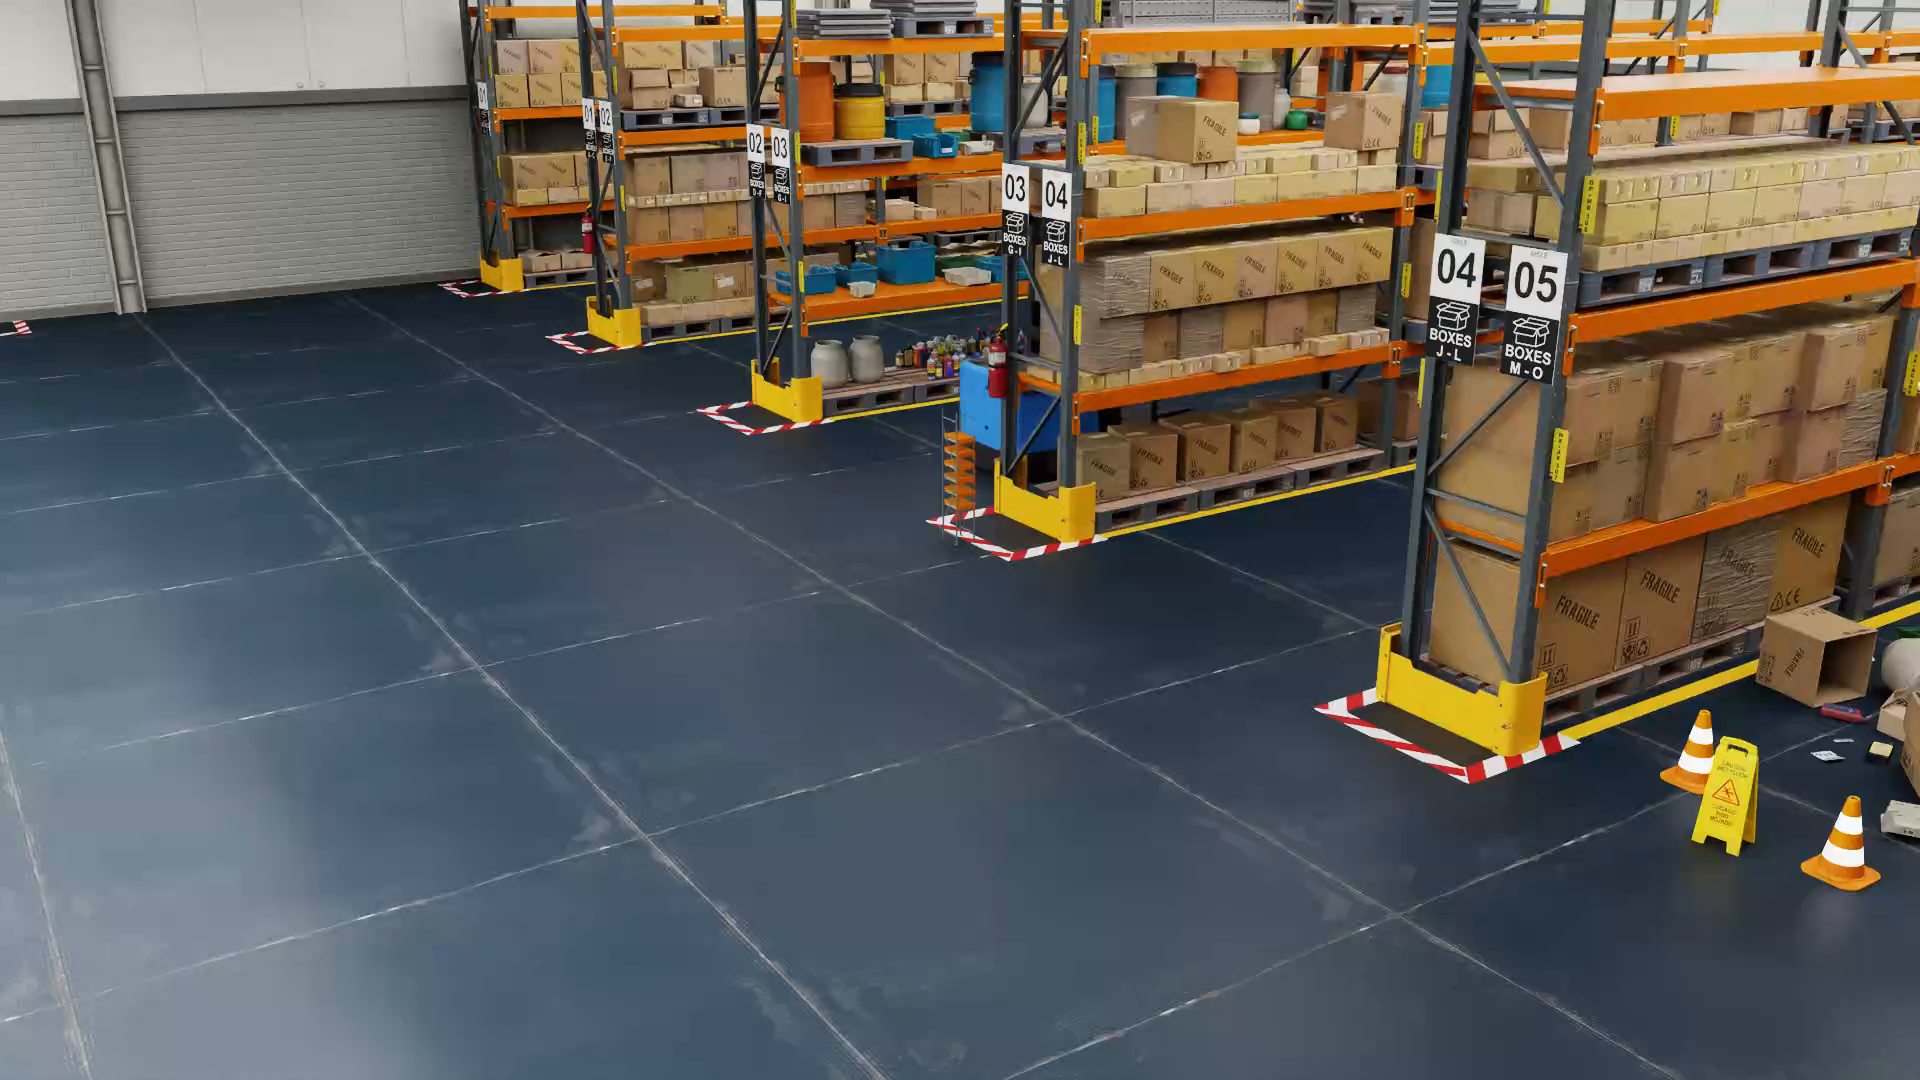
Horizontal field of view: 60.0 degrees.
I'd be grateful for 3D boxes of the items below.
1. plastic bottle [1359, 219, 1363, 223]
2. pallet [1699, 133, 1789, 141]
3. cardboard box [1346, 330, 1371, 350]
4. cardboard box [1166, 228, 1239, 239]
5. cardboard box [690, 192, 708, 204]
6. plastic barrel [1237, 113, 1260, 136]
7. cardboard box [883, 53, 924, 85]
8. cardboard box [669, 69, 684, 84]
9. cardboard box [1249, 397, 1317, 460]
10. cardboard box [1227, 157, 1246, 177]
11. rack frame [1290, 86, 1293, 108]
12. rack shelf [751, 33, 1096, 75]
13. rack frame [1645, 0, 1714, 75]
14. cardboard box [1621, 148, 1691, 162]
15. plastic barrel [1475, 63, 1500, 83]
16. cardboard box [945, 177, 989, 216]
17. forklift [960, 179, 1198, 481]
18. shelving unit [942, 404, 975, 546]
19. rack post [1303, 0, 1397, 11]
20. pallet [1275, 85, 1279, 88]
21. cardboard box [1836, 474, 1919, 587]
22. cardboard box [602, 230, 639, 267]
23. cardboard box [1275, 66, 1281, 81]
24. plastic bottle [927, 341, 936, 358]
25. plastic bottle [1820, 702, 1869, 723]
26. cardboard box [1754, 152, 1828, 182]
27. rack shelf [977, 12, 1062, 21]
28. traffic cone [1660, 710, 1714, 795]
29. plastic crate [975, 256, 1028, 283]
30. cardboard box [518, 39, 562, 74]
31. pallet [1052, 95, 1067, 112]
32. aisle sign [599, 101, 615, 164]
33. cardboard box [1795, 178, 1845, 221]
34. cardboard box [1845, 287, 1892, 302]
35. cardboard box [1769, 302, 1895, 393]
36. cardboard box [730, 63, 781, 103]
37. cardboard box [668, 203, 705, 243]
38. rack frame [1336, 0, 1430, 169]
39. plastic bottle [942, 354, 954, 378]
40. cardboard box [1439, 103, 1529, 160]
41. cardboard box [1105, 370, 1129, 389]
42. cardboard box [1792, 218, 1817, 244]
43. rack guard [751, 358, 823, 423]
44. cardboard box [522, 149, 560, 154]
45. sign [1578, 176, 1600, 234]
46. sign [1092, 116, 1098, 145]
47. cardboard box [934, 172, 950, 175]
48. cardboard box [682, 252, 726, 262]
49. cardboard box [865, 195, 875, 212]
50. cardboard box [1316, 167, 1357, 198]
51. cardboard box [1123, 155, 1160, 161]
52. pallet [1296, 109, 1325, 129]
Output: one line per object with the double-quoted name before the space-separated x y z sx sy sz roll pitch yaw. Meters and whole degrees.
"plastic bottle" 5.579 -4.306 22.992 0.135 0.276 0.152 -12 22 -31
"pallet" 8.819 -4.626 19.355 1.213 0.211 1.003 -11 21 -29
"cardboard box" 3.805 -1.987 16.332 0.250 0.149 0.380 -12 22 -31
"cardboard box" 2.275 -2.648 15.711 0.500 0.500 0.500 -12 22 -31
"cardboard box" -3.663 -4.711 22.827 0.250 0.149 0.380 -12 22 -32
"plastic barrel" 3.720 -5.363 21.456 0.301 0.262 0.301 0 19 0
"cardboard box" -0.871 -6.917 24.245 0.500 0.500 0.500 -12 22 -31
"cardboard box" -4.851 -7.476 27.304 0.500 0.500 0.500 -14 23 -36
"cardboard box" 3.207 -1.116 16.611 0.500 0.500 0.500 -5 19 -14
"cardboard box" 2.341 -3.362 14.933 0.250 0.149 0.380 -12 22 -32
"rack frame" 5.273 -6.324 28.767 0.127 3.000 1.000 -12 22 -31
"rack shelf" -0.357 -5.549 18.854 4.000 0.370 1.077 -12 22 -31
"rack frame" 11.335 -8.545 25.969 0.127 3.000 1.000 -12 22 -31
"cardboard box" 4.708 -2.560 11.286 0.250 0.149 0.380 -12 22 -31
"plastic barrel" 7.344 -6.492 23.632 0.600 0.588 0.600 0 19 0
"cardboard box" 0.101 -5.274 25.505 0.500 0.500 0.500 -12 22 -31
"forklift" 1.502 -2.306 16.989 3.031 2.935 1.130 -12 22 -31
"shelving unit" -0.012 -0.566 14.545 0.189 1.200 0.258 -12 22 -31
"rack post" 5.236 -7.239 22.223 0.937 0.300 0.954 -12 22 -31
"pallet" 4.690 -7.560 28.032 1.003 0.211 1.213 -12 22 -31
"cardboard box" 7.150 -0.186 13.470 0.750 0.750 1.050 -12 22 -32
"cardboard box" -5.733 -4.873 27.691 0.500 0.500 0.700 -14 23 -35
"cardboard box" 5.530 -8.069 28.699 0.500 0.250 0.500 -12 22 -31
"plastic bottle" -0.393 -2.305 20.445 0.135 0.276 0.152 -13 22 -33
"plastic bottle" 5.960 1.170 11.189 0.283 0.061 0.133 13 23 34
"cardboard box" 5.496 -2.474 11.031 0.250 0.149 0.380 -12 22 -32
"rack shelf" 0.875 -9.608 30.861 4.000 0.370 1.077 -12 22 -31
"traffic cone" 4.564 1.273 10.258 0.334 0.463 0.336 -12 22 -31
"plastic crate" 0.538 -3.251 19.910 0.616 0.251 0.499 -12 22 -31
"cardboard box" -6.574 -7.564 26.002 0.500 0.500 0.500 -12 22 -32
"pallet" 1.415 -6.807 25.808 1.003 0.211 1.213 -11 21 -29
"aisle sign" -4.635 -5.348 21.822 0.004 0.787 0.394 -12 22 -31
"cardboard box" 5.569 -2.325 11.213 0.500 0.250 0.500 -12 22 -32
"cardboard box" 11.314 -2.961 21.481 0.875 0.875 0.875 -12 22 -31
"cardboard box" 6.354 -1.447 12.420 0.550 0.550 0.875 -12 22 -31
"cardboard box" -2.853 -6.394 23.254 0.637 0.503 0.797 -9 21 -25
"cardboard box" -3.916 -4.430 23.009 0.500 0.500 0.700 -11 22 -30
"rack frame" 4.037 -5.106 15.798 0.127 3.000 1.000 -12 22 -31
"plastic bottle" -0.143 -2.077 19.760 0.133 0.283 0.061 -11 22 -31
"cardboard box" 5.271 -4.156 16.853 0.637 0.503 0.797 -11 22 -29
"cardboard box" 1.285 -1.466 14.790 0.250 0.149 0.380 -12 22 -31
"cardboard box" 5.489 -2.094 11.151 0.250 0.149 0.380 -12 22 -32
"rack guard" -1.990 -1.726 19.071 0.348 0.500 1.175 -12 22 -31
"cardboard box" -6.774 -6.054 27.001 0.500 0.500 0.500 -12 22 -31
"sign" 3.640 -1.938 9.623 0.005 0.325 0.100 -12 22 -31
"sign" 1.606 -4.865 19.755 0.005 0.325 0.100 -12 22 -31
"cardboard box" -0.393 -6.830 30.625 0.250 0.149 0.380 -12 22 -32
"cardboard box" -3.637 -3.816 23.815 0.500 0.500 0.500 -12 22 -31
"cardboard box" -1.878 -6.099 30.146 0.500 0.250 0.500 -11 22 -30
"cardboard box" 3.358 -3.375 15.595 0.500 0.250 0.500 -11 22 -30
"cardboard box" 1.678 -3.384 14.998 0.250 0.149 0.380 -12 22 -31
"pallet" 5.346 -5.734 22.633 1.213 0.211 1.003 -12 22 -31
